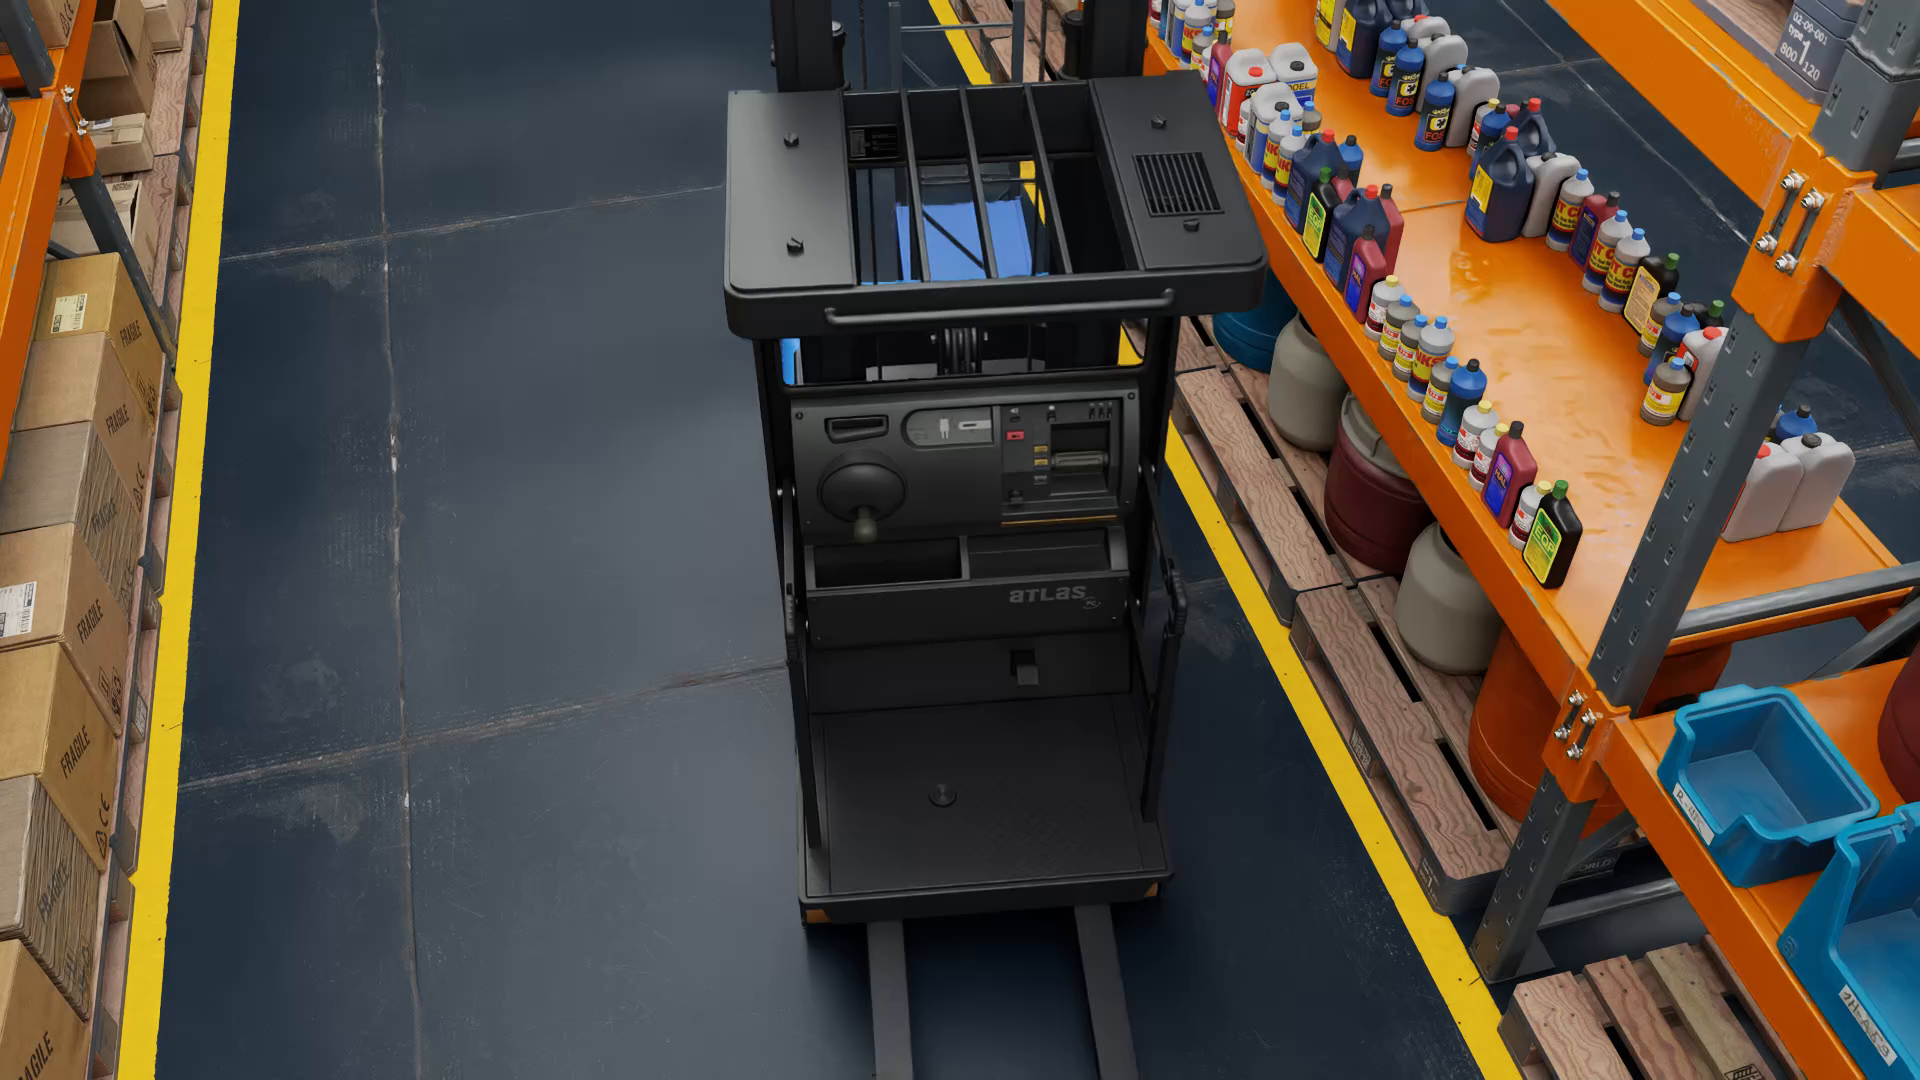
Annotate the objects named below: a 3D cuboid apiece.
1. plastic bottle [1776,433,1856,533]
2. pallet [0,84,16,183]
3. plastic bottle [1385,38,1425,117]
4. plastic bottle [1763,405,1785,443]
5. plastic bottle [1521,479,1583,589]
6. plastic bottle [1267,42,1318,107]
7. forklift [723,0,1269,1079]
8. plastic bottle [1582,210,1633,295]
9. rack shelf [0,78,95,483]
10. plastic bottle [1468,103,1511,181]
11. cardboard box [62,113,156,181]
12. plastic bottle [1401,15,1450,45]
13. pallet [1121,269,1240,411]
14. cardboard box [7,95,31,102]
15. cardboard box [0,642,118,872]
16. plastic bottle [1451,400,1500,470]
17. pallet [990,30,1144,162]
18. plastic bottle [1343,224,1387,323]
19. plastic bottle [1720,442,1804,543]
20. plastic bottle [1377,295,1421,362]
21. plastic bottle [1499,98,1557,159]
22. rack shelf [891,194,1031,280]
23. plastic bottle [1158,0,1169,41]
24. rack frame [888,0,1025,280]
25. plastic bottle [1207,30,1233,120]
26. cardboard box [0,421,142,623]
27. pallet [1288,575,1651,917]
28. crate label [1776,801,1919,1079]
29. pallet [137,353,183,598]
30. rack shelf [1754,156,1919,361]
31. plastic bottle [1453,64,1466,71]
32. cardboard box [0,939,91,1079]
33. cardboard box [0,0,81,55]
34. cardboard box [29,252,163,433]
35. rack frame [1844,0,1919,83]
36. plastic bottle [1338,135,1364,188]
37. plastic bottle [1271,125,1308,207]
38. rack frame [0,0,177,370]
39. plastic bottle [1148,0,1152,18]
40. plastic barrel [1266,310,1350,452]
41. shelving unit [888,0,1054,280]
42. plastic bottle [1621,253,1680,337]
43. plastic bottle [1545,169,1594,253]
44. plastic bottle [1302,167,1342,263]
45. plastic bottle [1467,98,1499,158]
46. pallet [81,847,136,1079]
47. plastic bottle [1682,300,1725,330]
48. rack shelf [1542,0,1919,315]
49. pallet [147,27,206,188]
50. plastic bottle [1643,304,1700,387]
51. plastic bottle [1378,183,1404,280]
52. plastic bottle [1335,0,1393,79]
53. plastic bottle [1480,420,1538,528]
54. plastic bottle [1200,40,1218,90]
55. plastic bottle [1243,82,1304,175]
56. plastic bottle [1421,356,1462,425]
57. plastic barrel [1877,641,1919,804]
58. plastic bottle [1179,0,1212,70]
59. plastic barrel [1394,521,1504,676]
[{"bbox_3d":[2.238,-0.171,4.404,0.152,0.276,0.135,-11,47,-10],"label":"plastic bottle"},{"bbox_3d":[-3.678,-1.076,5.339,1.003,0.211,1.213,-11,47,-10],"label":"pallet"},{"bbox_3d":[1.567,-1.631,5.838,0.097,0.271,0.097,0,46,0],"label":"plastic bottle"},{"bbox_3d":[2.210,-0.297,4.580,0.097,0.201,0.097,0,46,0],"label":"plastic bottle"},{"bbox_3d":[1.520,-0.017,4.248,0.061,0.283,0.133,-11,47,-10],"label":"plastic bottle"},{"bbox_3d":[1.146,-1.574,5.779,0.152,0.276,0.135,-11,47,-10],"label":"plastic bottle"},{"bbox_3d":[0.040,-0.113,4.309,1.130,2.935,3.031,-4,46,-4],"label":"forklift"},{"bbox_3d":[1.998,-0.892,5.114,0.097,0.271,0.097,0,46,0],"label":"plastic bottle"},{"bbox_3d":[-3.265,-0.082,4.734,1.077,0.370,4.000,-11,47,-10],"label":"rack shelf"},{"bbox_3d":[1.773,-1.328,5.541,0.097,0.271,0.097,0,46,0],"label":"plastic bottle"},{"bbox_3d":[-3.907,-1.802,7.591,0.380,0.166,0.250,-11,47,-10],"label":"cardboard box"},{"bbox_3d":[1.648,-1.761,5.962,0.152,0.276,0.135,-11,47,-10],"label":"plastic bottle"},{"bbox_3d":[1.169,-1.101,7.182,1.003,0.211,1.213,-11,47,-10],"label":"pallet"},{"bbox_3d":[-4.389,-1.787,7.476,0.500,0.311,0.500,-11,47,-10],"label":"cardboard box"},{"bbox_3d":[-2.857,0.694,4.912,0.500,0.500,0.500,-11,47,-11],"label":"cardboard box"},{"bbox_3d":[1.424,-0.297,4.580,0.097,0.201,0.097,0,46,0],"label":"plastic bottle"},{"bbox_3d":[0.786,-2.142,8.202,1.003,0.211,1.213,-11,47,-10],"label":"pallet"},{"bbox_3d":[1.227,-0.806,5.021,0.061,0.283,0.133,-11,47,-10],"label":"plastic bottle"},{"bbox_3d":[2.091,-0.143,4.377,0.152,0.276,0.135,-11,47,-10],"label":"plastic bottle"},{"bbox_3d":[1.300,-0.634,4.910,0.097,0.201,0.097,0,46,0],"label":"plastic bottle"},{"bbox_3d":[1.846,-1.265,5.424,0.144,0.351,0.185,-11,47,-10],"label":"plastic bottle"},{"bbox_3d":[0.035,-0.959,6.391,0.538,0.185,1.000,-4,46,-4],"label":"rack shelf"},{"bbox_3d":[0.800,-2.006,6.206,0.097,0.271,0.097,0,46,0],"label":"plastic bottle"},{"bbox_3d":[-0.011,-1.446,6.617,0.500,1.500,0.032,-4,46,-4],"label":"rack frame"},{"bbox_3d":[0.921,-1.633,5.831,0.061,0.283,0.133,-11,47,-10],"label":"plastic bottle"},{"bbox_3d":[-3.128,-0.016,5.608,0.500,0.500,0.500,-10,46,-10],"label":"cardboard box"},{"bbox_3d":[1.794,0.583,5.531,1.003,0.211,1.213,-11,47,-10],"label":"pallet"},{"bbox_3d":[2.029,0.867,3.276,0.502,0.435,0.616,-11,47,-10],"label":"crate label"},{"bbox_3d":[-3.533,-0.184,6.283,1.003,0.211,1.213,-11,47,-10],"label":"pallet"},{"bbox_3d":[2.548,0.727,1.841,1.077,0.370,4.000,-11,47,-10],"label":"rack shelf"},{"bbox_3d":[1.739,-1.567,5.824,0.097,0.201,0.097,0,46,0],"label":"plastic bottle"},{"bbox_3d":[-2.594,1.401,4.219,0.500,0.500,0.500,-9,46,-9],"label":"cardboard box"},{"bbox_3d":[-3.644,-2.151,6.188,0.500,0.500,0.500,-10,46,-9],"label":"cardboard box"},{"bbox_3d":[-3.374,-0.705,6.283,0.500,0.500,0.500,-11,47,-11],"label":"cardboard box"},{"bbox_3d":[2.036,-1.956,1.866,1.000,3.000,0.127,-11,47,-10],"label":"rack frame"},{"bbox_3d":[1.251,-1.191,5.407,0.097,0.271,0.097,0,46,0],"label":"plastic bottle"},{"bbox_3d":[1.087,-1.232,5.447,0.097,0.271,0.097,0,46,0],"label":"plastic bottle"},{"bbox_3d":[-3.777,-1.715,5.830,1.000,3.000,0.127,-11,47,-10],"label":"rack frame"},{"bbox_3d":[0.728,-2.154,6.342,0.061,0.283,0.133,-11,47,-10],"label":"plastic bottle"},{"bbox_3d":[1.374,-0.620,6.206,0.421,0.512,0.421,0,46,0],"label":"plastic barrel"},{"bbox_3d":[0.035,-1.085,6.263,0.538,1.500,1.048,-4,46,-4],"label":"shelving unit"},{"bbox_3d":[2.070,-0.753,4.969,0.061,0.283,0.133,-11,47,-10],"label":"plastic bottle"},{"bbox_3d":[1.939,-1.051,5.270,0.097,0.271,0.097,0,46,0],"label":"plastic bottle"},{"bbox_3d":[1.146,-1.025,5.236,0.061,0.283,0.133,-11,47,-10],"label":"plastic bottle"},{"bbox_3d":[1.798,-1.407,5.668,0.097,0.201,0.097,0,46,0],"label":"plastic bottle"},{"bbox_3d":[-2.908,1.501,4.632,1.003,0.211,1.213,-11,47,-10],"label":"pallet"},{"bbox_3d":[2.129,-0.593,4.813,0.061,0.283,0.133,-11,47,-10],"label":"plastic bottle"},{"bbox_3d":[1.524,-2.035,4.548,1.077,0.370,4.000,-11,47,-10],"label":"rack shelf"},{"bbox_3d":[-4.268,-2.057,8.118,1.003,0.211,1.213,-11,47,-10],"label":"pallet"},{"bbox_3d":[2.057,-0.562,4.791,0.097,0.271,0.097,0,46,0],"label":"plastic bottle"},{"bbox_3d":[1.319,-0.960,5.172,0.061,0.283,0.133,-11,47,-10],"label":"plastic bottle"},{"bbox_3d":[1.472,-1.872,6.019,0.144,0.351,0.185,-11,47,-10],"label":"plastic bottle"},{"bbox_3d":[1.461,-0.176,4.404,0.061,0.283,0.133,-11,47,-10],"label":"plastic bottle"},{"bbox_3d":[0.909,-1.687,5.942,0.097,0.201,0.097,0,46,0],"label":"plastic bottle"},{"bbox_3d":[1.059,-1.386,5.595,0.152,0.276,0.135,-11,47,-10],"label":"plastic bottle"},{"bbox_3d":[1.374,-0.432,4.712,0.097,0.201,0.097,0,46,0],"label":"plastic bottle"},{"bbox_3d":[2.448,0.361,3.701,0.600,0.536,0.708,-11,47,-10],"label":"plastic barrel"},{"bbox_3d":[0.859,-1.846,6.049,0.097,0.271,0.097,0,46,0],"label":"plastic bottle"},{"bbox_3d":[1.663,0.159,5.441,0.421,0.512,0.421,0,46,0],"label":"plastic barrel"}]
